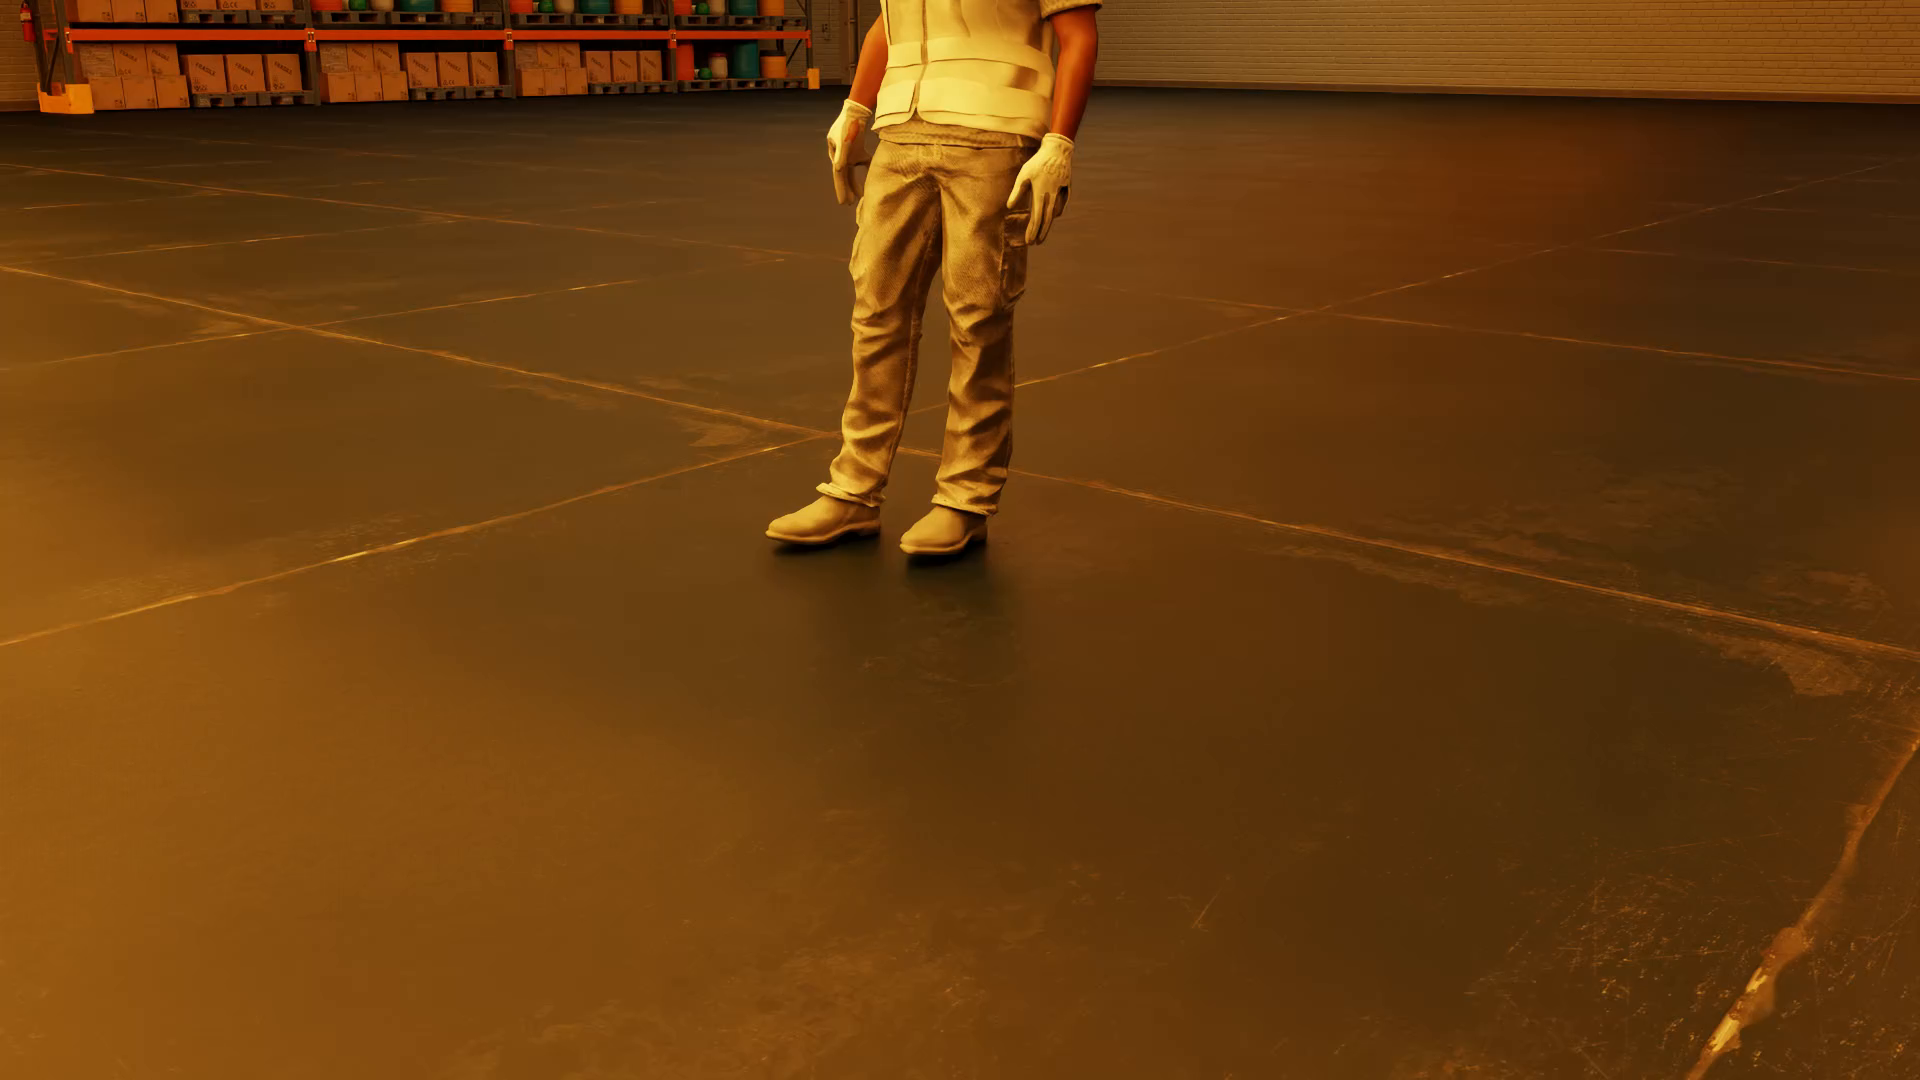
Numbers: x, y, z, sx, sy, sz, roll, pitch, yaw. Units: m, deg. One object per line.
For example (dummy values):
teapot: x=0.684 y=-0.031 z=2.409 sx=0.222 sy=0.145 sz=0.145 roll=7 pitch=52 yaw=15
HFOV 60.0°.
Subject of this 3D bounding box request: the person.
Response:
person: x=-0.053 y=-0.846 z=3.634 sx=0.656 sy=1.782 sz=0.577 roll=13 pitch=21 yaw=37
